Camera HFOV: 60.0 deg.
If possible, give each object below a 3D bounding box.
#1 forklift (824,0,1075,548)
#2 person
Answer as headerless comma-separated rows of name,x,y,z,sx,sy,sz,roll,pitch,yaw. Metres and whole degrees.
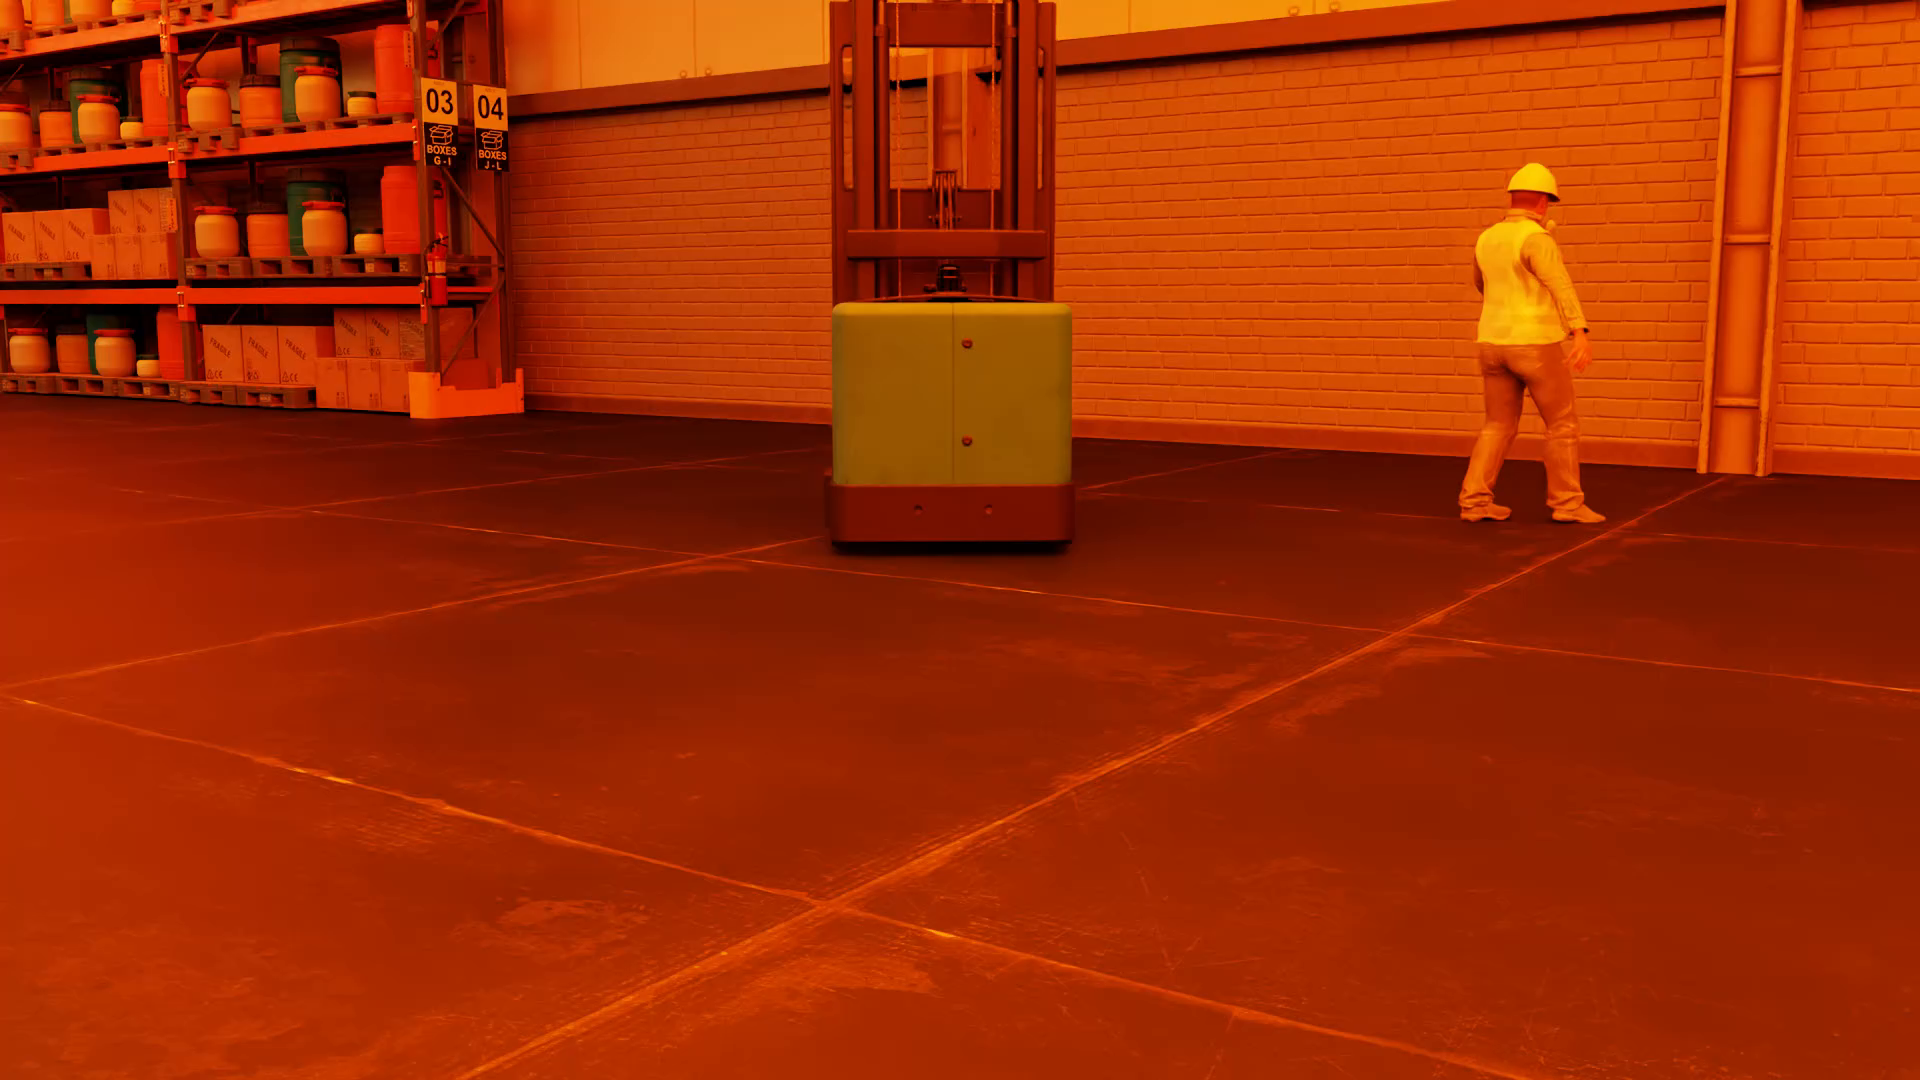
forklift,-0.094,-1.587,8.350,1.130,2.935,3.031,0,8,-3
person,2.850,-0.944,8.142,0.721,1.764,0.967,-3,9,-23
